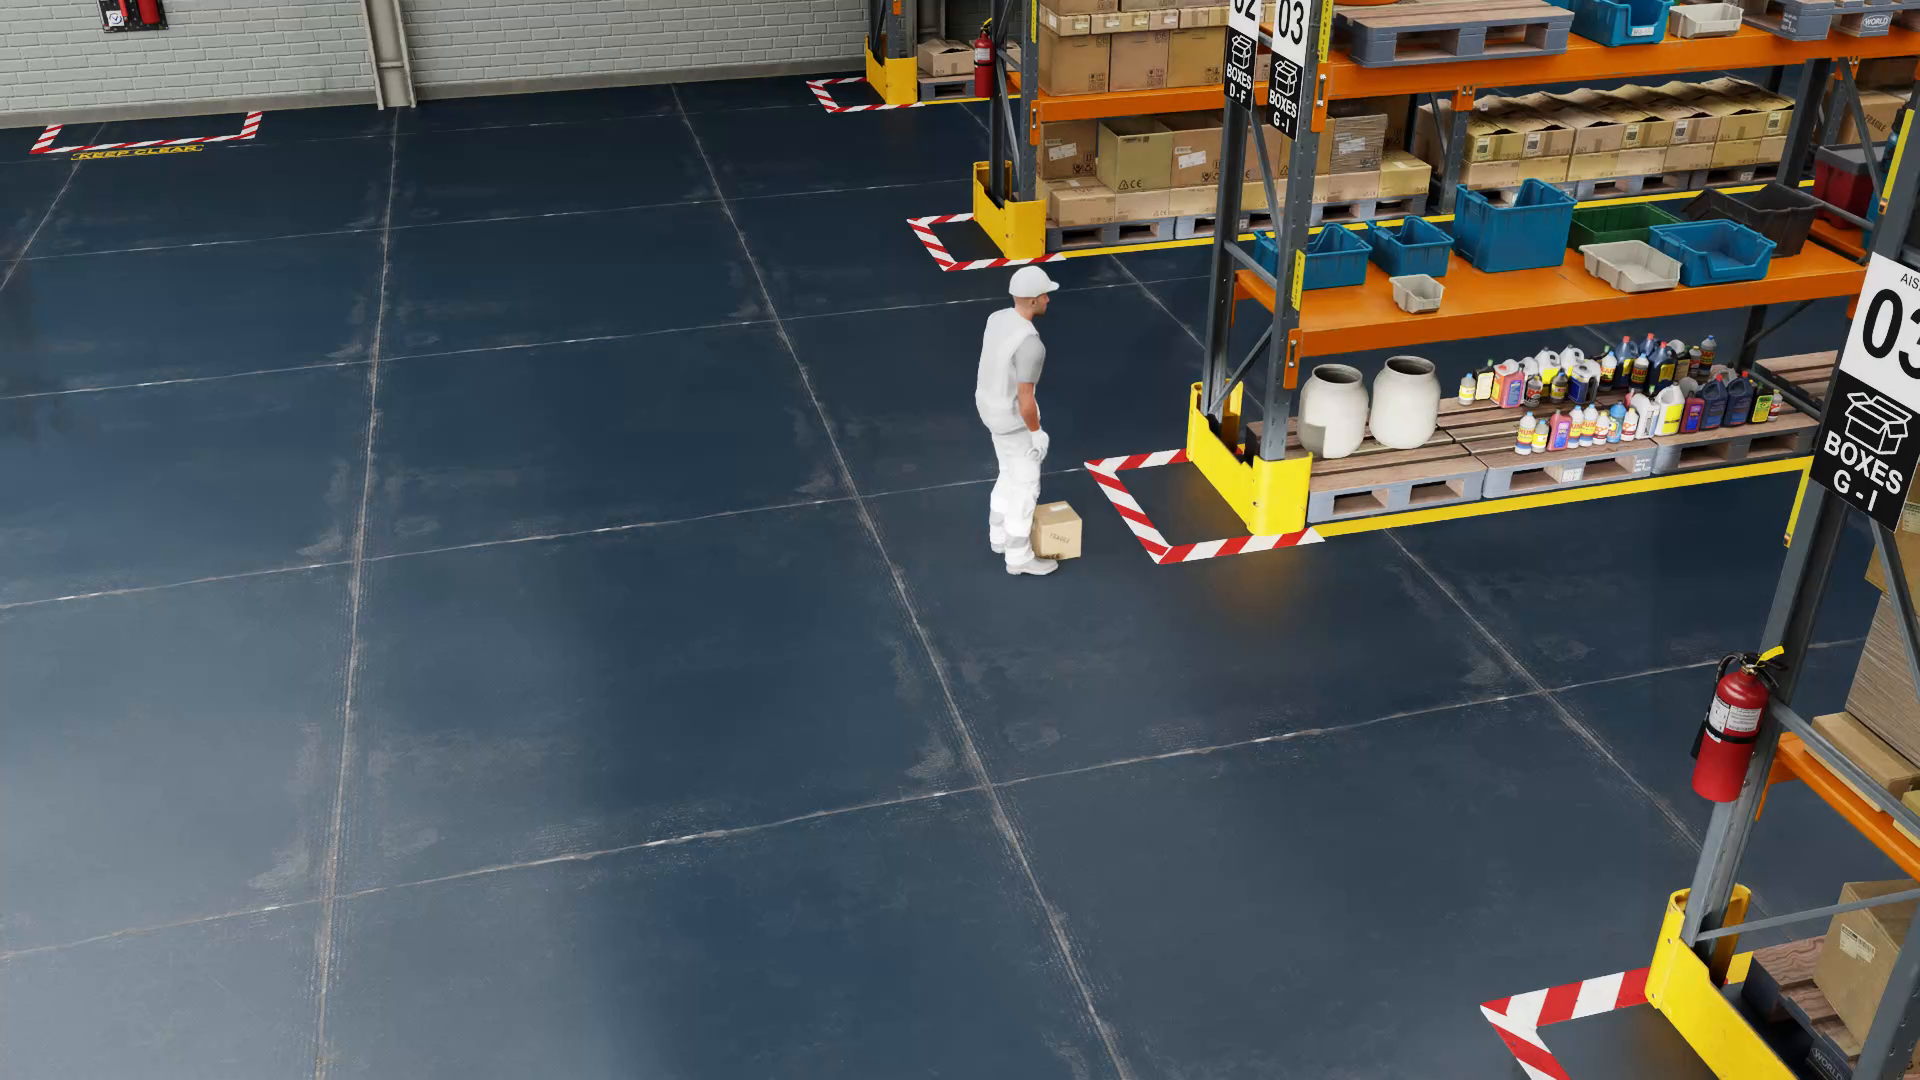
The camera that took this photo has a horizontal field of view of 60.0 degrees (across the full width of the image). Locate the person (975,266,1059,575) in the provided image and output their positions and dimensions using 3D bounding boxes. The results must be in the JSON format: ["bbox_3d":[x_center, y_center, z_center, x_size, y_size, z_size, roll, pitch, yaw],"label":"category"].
[{"bbox_3d":[0.333,-0.686,9.416,0.453,1.778,0.616,-10,31,-16],"label":"person"}]
